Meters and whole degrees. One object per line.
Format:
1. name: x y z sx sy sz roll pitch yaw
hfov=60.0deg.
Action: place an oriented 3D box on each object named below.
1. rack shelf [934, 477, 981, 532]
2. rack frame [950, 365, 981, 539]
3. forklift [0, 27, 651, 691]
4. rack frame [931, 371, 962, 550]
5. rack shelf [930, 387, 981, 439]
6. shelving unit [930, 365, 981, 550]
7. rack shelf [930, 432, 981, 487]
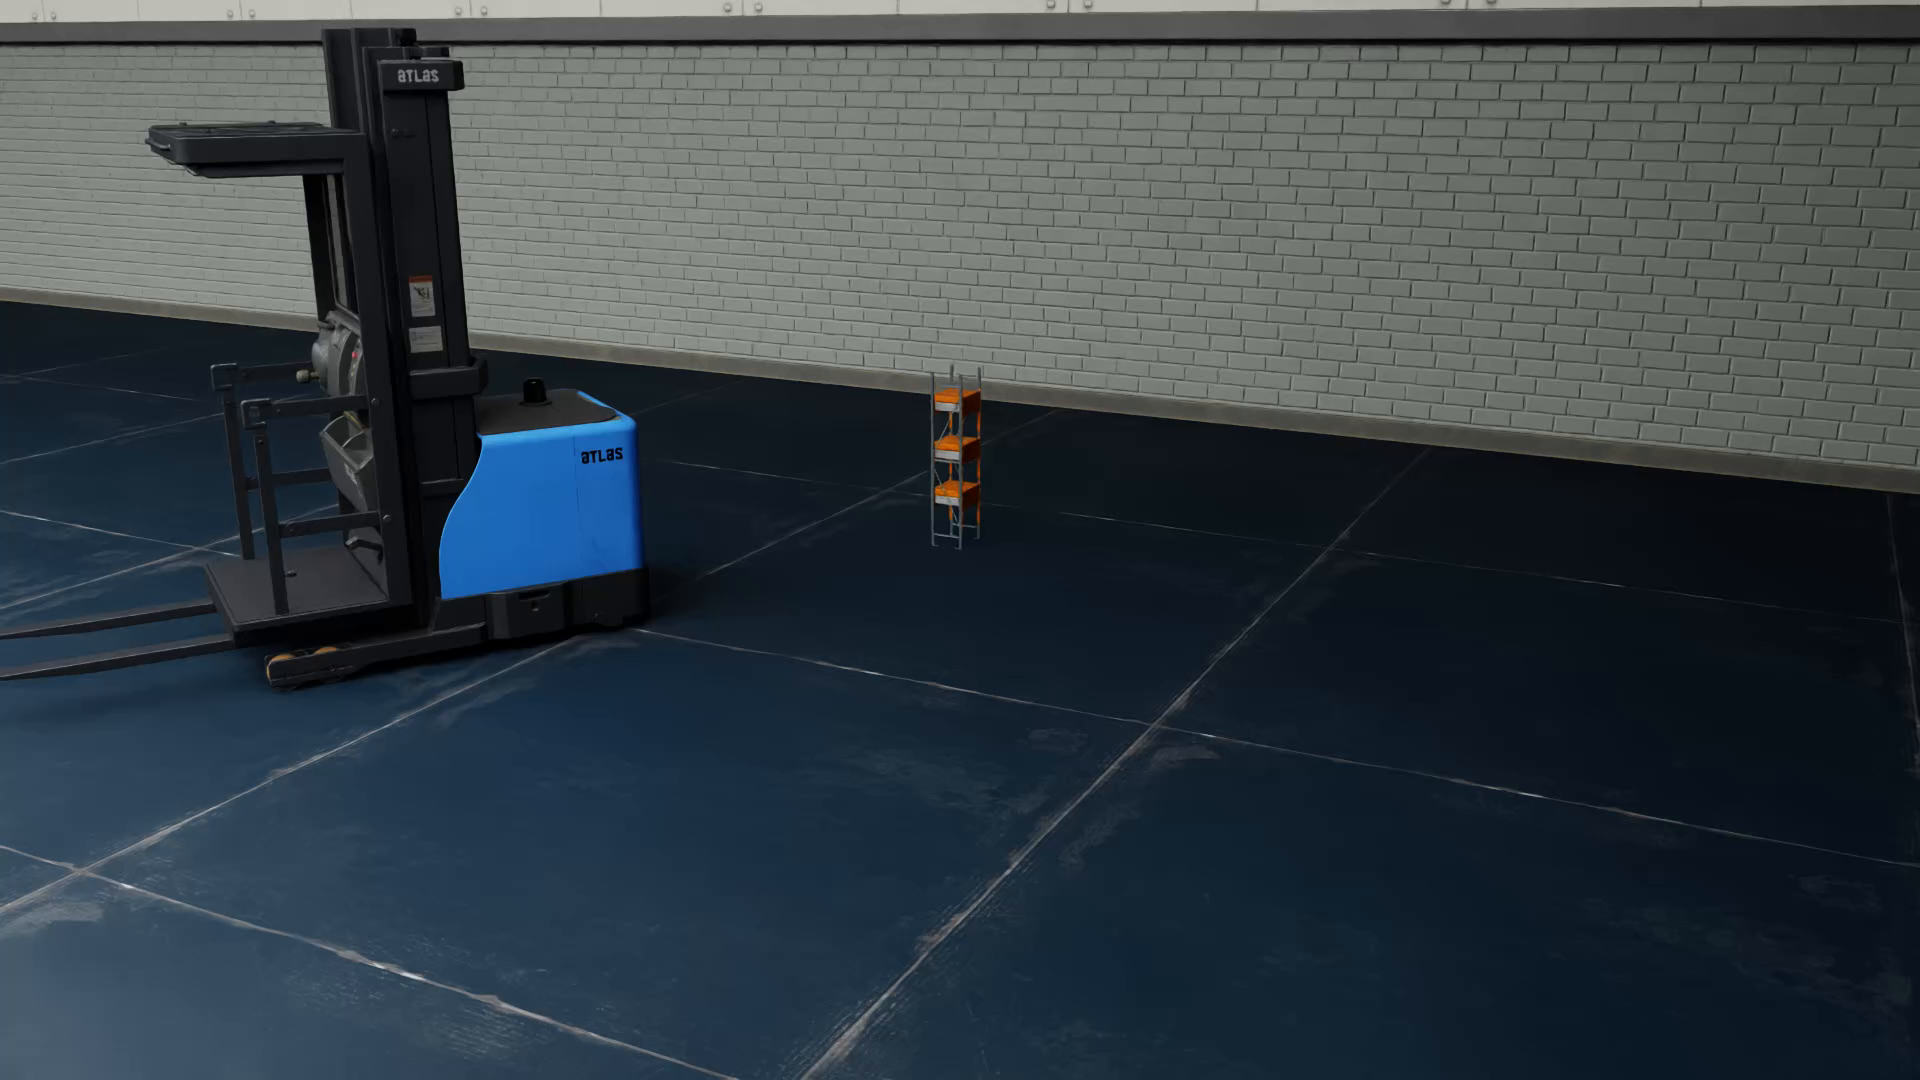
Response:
1. rack shelf: -0.024 -0.213 9.911 0.215 0.259 0.240 8 18 25
2. rack frame: 0.031 -0.521 9.934 0.200 1.050 0.008 8 18 25
3. forklift: -3.129 -0.881 7.842 3.031 2.935 1.130 -10 19 -29
4. rack frame: -0.078 -0.459 9.724 0.200 1.050 0.008 8 18 25
5. rack shelf: -0.024 -0.752 9.751 0.215 0.259 0.240 8 18 25
6. shelving unit: -0.024 -0.490 9.829 0.215 1.050 0.252 8 18 25
7. rack shelf: -0.024 -0.479 9.832 0.215 0.259 0.240 8 18 25
